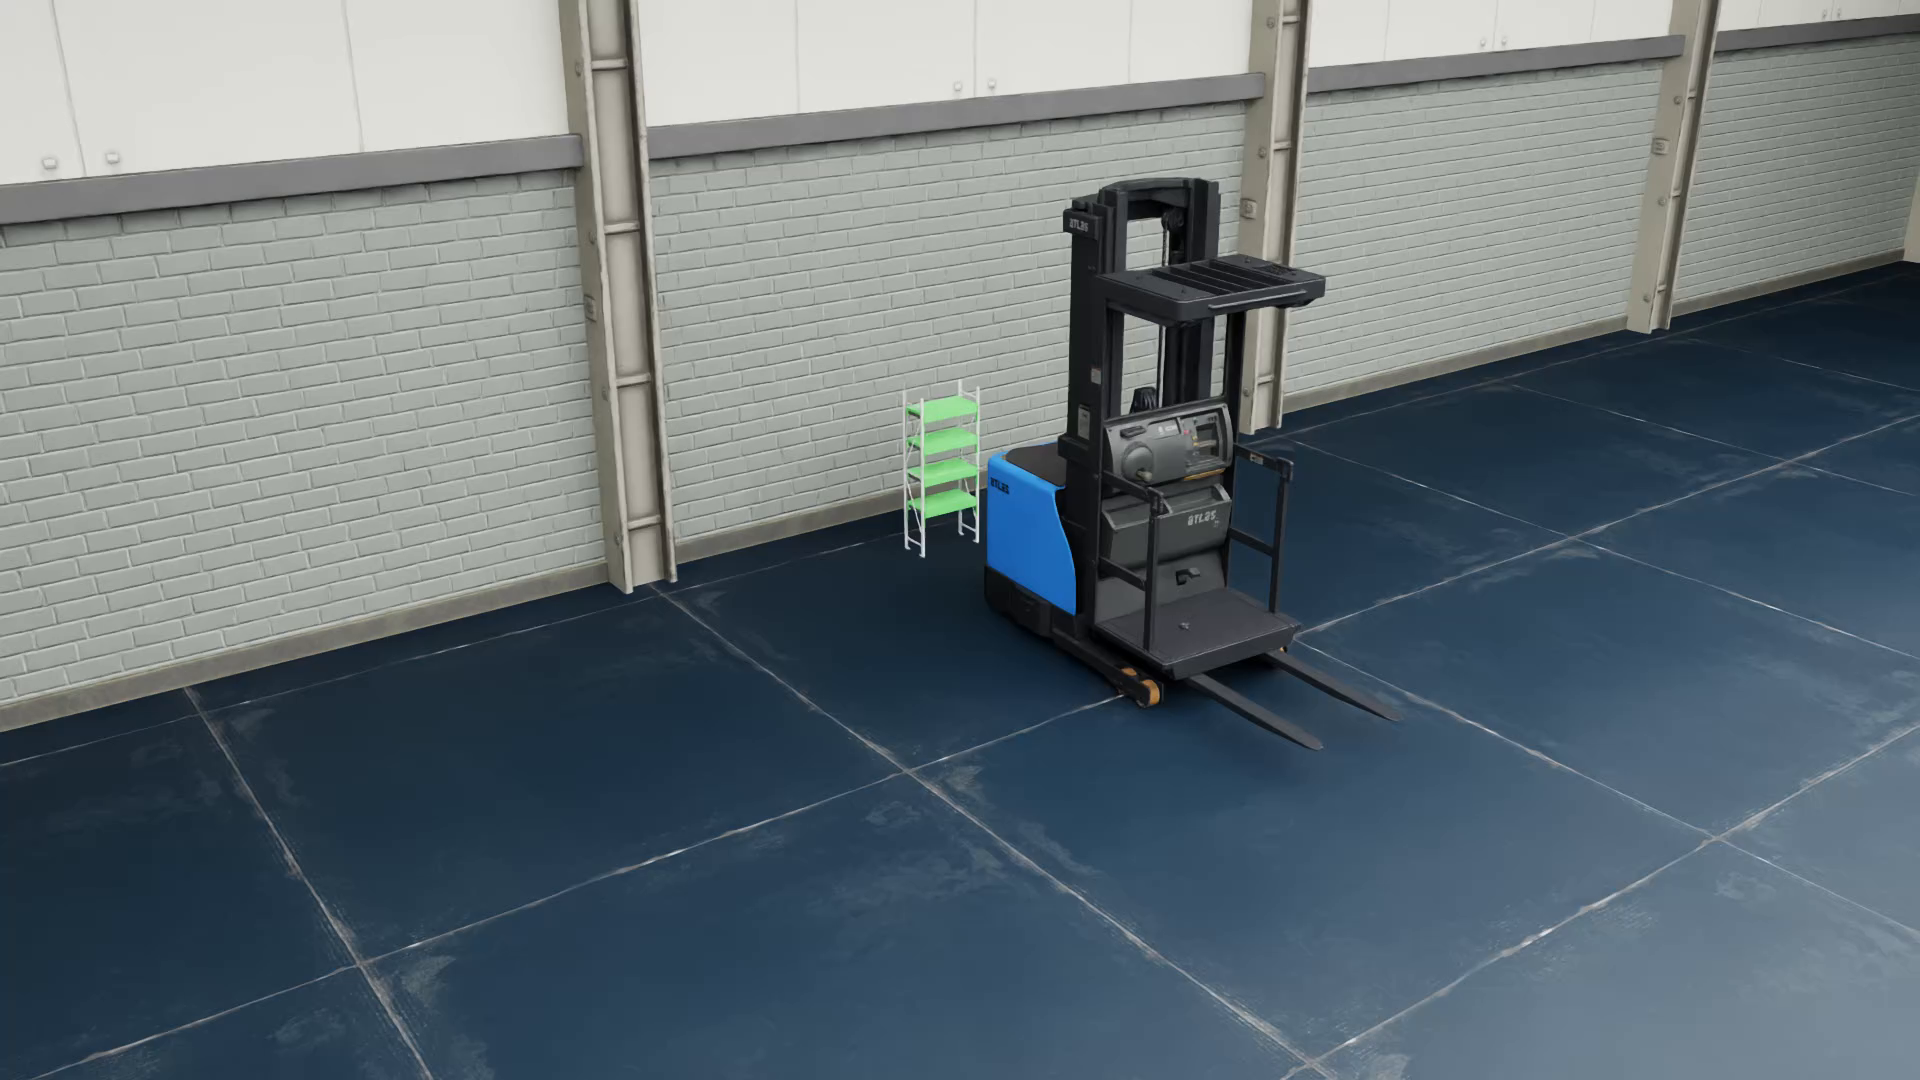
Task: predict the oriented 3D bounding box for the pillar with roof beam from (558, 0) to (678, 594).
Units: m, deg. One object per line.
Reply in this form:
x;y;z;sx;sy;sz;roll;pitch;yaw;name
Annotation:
0.282;-2.601;6.773;0.400;9.000;9.100;-15;26;-33;pillar with roof beam

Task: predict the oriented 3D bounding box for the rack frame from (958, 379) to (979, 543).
0.064;-0.574;12.217;0.015;1.200;0.240;-15;26;-33;rack frame

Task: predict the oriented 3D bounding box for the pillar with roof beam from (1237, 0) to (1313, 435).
5.153;-3.900;10.028;0.400;9.000;9.100;-15;26;-33;pillar with roof beam

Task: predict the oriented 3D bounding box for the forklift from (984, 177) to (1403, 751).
1.382;-0.562;9.850;1.130;2.935;3.031;-13;25;-30;forklift

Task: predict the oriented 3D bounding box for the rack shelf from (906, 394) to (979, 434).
-0.134;-0.908;11.930;0.480;0.148;0.258;-15;26;-33;rack shelf

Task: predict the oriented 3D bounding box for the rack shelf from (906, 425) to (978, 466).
-0.134;-0.685;12.019;0.480;0.148;0.258;-15;26;-33;rack shelf

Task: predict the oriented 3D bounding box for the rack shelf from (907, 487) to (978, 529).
-0.134;-0.239;12.197;0.480;0.148;0.258;-15;26;-33;rack shelf

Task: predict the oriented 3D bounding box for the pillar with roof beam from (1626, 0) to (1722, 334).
10.023;-5.199;13.282;0.400;9.000;9.100;-15;26;-33;pillar with roof beam

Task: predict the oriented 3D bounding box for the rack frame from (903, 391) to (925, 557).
-0.332;-0.469;11.952;0.015;1.200;0.240;-15;26;-33;rack frame

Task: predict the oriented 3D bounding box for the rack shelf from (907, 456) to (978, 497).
-0.134;-0.462;12.108;0.480;0.148;0.258;-15;26;-33;rack shelf

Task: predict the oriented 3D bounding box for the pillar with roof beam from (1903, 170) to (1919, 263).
14.894;-6.497;16.537;0.400;9.000;9.100;-15;26;-33;pillar with roof beam

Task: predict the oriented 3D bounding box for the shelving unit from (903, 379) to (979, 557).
-0.134;-0.521;12.084;0.503;1.200;0.258;-15;26;-33;shelving unit
